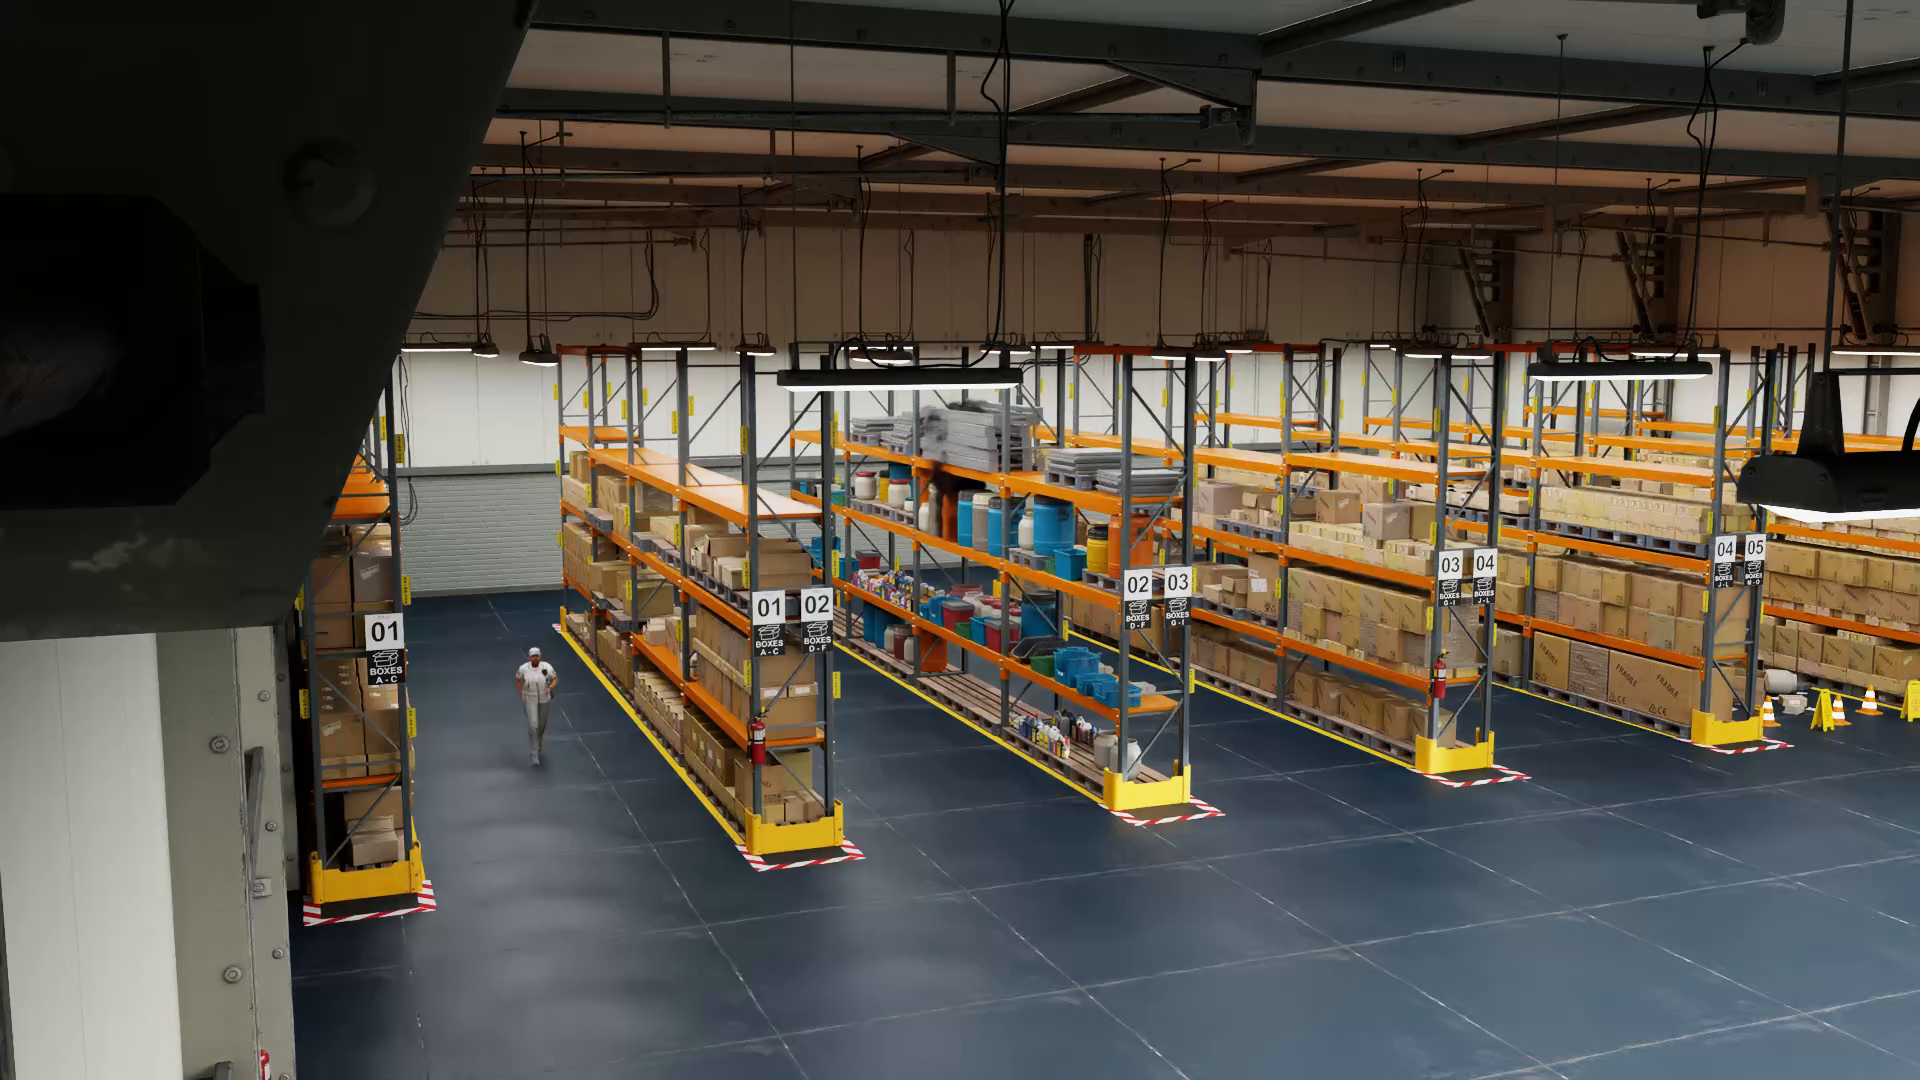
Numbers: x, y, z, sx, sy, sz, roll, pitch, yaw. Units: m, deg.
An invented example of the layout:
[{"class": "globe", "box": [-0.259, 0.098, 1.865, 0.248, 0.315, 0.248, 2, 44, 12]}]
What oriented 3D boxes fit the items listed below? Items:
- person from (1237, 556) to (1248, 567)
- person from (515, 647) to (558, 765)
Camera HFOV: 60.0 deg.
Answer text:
[{"class": "person", "box": [7.195, 0.053, 42.510, 0.677, 1.770, 0.620, -5, 9, -36]}, {"class": "person", "box": [-6.226, 2.403, 24.526, 0.601, 1.705, 0.774, -3, 8, -24]}]
